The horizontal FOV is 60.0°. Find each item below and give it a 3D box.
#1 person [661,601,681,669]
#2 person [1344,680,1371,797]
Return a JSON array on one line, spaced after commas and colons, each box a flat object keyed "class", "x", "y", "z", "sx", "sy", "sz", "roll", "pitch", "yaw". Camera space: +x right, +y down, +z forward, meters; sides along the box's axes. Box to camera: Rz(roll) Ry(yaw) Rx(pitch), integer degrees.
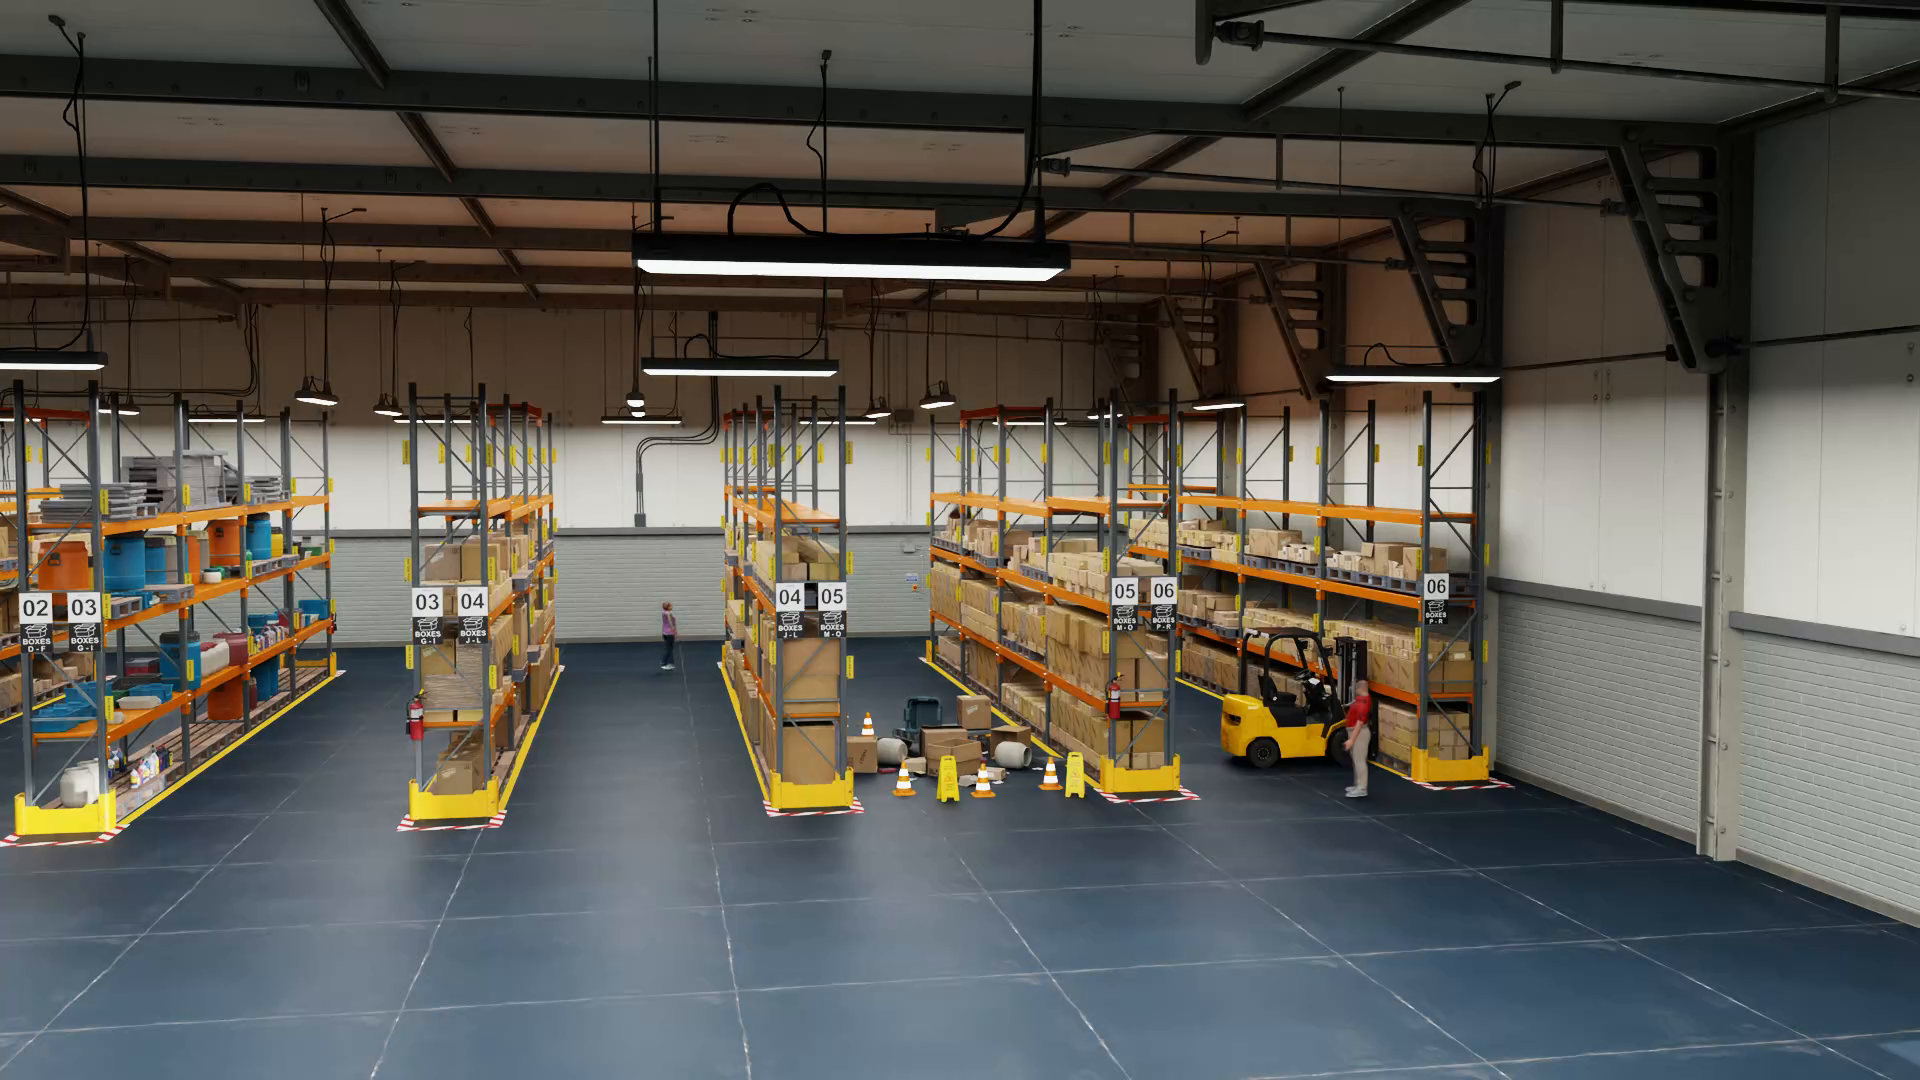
[{"class": "person", "x": -6.772, "y": 2.250, "z": 38.934, "sx": 0.492, "sy": 1.640, "sz": 0.582, "roll": 3, "pitch": 4, "yaw": 41}, {"class": "person", "x": 5.831, "y": 2.899, "z": 24.454, "sx": 0.409, "sy": 1.721, "sz": 0.655, "roll": 0, "pitch": 3, "yaw": 7}]
